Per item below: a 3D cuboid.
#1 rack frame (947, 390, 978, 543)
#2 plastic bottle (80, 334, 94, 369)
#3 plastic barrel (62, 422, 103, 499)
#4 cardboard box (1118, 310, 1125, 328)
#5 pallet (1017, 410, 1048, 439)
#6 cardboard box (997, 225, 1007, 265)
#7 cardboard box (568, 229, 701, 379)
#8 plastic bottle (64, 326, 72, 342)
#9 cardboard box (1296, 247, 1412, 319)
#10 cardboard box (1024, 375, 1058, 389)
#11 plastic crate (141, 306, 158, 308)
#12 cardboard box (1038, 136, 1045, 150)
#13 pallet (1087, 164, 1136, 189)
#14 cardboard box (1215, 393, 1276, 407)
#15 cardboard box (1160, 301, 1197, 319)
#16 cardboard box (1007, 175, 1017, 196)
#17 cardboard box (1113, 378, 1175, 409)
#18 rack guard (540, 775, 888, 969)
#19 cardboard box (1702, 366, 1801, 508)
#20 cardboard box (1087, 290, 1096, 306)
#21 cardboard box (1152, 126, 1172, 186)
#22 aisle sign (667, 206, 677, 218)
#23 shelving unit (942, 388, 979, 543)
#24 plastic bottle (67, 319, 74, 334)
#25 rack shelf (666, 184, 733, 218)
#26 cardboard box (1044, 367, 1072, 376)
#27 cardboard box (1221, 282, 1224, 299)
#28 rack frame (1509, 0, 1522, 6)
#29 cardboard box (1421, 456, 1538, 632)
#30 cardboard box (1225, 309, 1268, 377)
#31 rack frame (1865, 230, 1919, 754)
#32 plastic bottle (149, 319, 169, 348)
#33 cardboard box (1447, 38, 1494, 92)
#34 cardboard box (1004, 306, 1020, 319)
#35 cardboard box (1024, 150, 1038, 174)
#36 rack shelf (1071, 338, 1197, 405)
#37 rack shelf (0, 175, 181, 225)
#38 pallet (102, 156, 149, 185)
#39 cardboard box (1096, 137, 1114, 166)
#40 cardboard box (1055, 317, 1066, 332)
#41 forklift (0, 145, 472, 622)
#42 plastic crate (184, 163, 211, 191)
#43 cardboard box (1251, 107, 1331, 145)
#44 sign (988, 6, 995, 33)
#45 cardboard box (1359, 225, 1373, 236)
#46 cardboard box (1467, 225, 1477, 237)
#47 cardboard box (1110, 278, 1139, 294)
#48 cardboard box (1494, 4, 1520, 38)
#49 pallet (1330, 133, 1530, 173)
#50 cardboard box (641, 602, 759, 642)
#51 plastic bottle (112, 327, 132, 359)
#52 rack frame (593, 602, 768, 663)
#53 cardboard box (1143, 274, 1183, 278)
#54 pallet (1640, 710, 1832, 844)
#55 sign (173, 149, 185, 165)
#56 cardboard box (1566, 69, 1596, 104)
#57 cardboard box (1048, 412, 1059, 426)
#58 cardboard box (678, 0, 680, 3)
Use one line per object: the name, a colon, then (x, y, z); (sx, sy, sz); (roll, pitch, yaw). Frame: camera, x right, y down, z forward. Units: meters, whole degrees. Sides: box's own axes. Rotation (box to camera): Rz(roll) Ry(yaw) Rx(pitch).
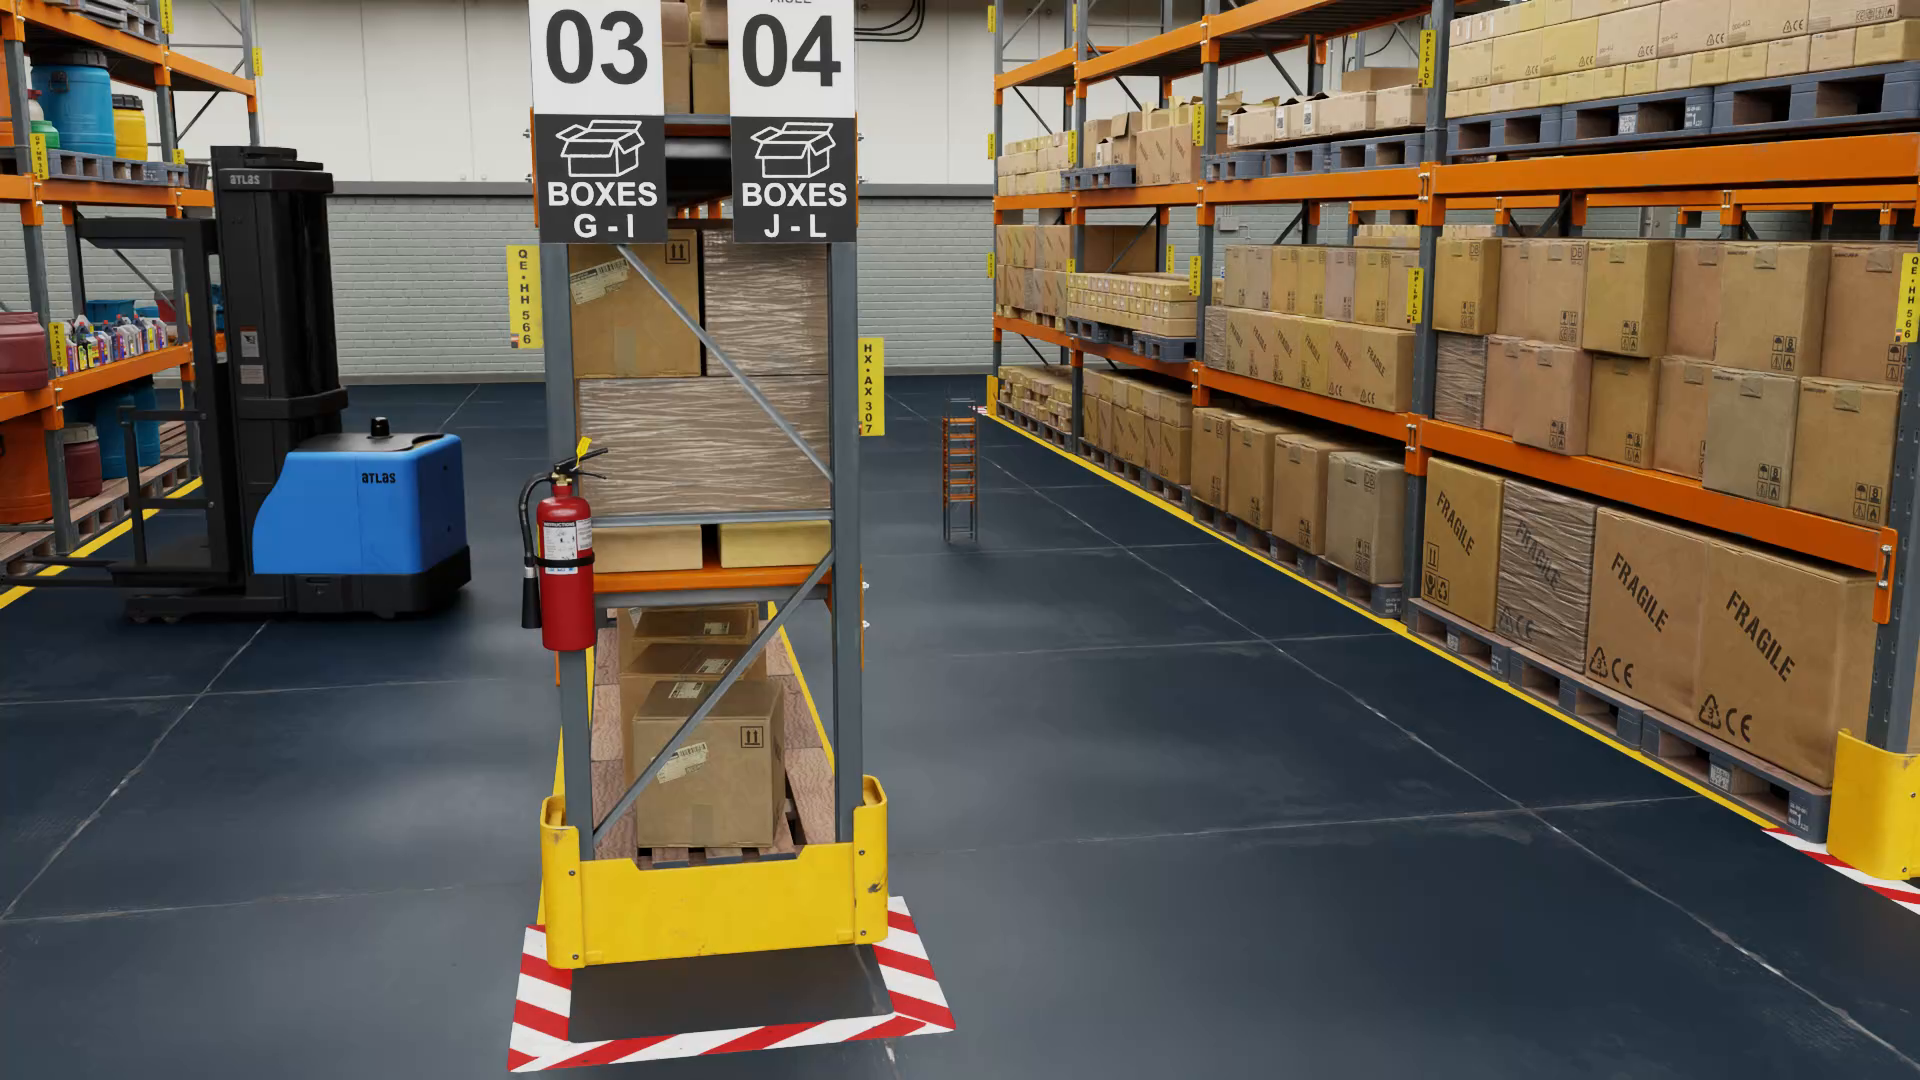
rack frame: (0.021, -0.570, 12.982); (0.240, 1.200, 0.006); (-2, 11, -11)
plastic bottle: (-7.133, -1.539, 13.574); (0.061, 0.283, 0.133); (-2, 11, -11)
plastic barrel: (-7.581, -0.670, 14.021); (0.600, 0.588, 0.708); (-2, 11, -11)
cardboard box: (1.702, -2.086, 15.684); (0.380, 0.149, 0.250); (-2, 11, -9)
pallet: (1.310, -1.404, 20.009); (1.003, 0.211, 1.213); (-2, 11, -11)
cardboard box: (0.765, -3.756, 21.170); (0.500, 0.500, 0.500); (-2, 11, -11)
cardboard box: (-1.185, -0.843, 5.868); (0.500, 0.500, 0.500); (-2, 11, -11)
plastic bottle: (-7.982, -1.762, 14.762); (0.152, 0.276, 0.135); (-2, 11, -11)
cardboard box: (2.872, -1.871, 12.064); (0.700, 0.500, 0.500); (-2, 11, -12)
cardboard box: (0.982, -1.910, 20.121); (0.380, 0.149, 0.250); (-2, 11, -10)
plastic crate: (-8.825, -2.468, 18.428); (0.416, 0.233, 0.300); (-2, 11, -11)
cardboard box: (1.110, -4.553, 19.069); (0.380, 0.149, 0.250); (-2, 11, -11)
pallet: (1.936, -3.502, 16.052); (1.213, 0.211, 1.003); (-2, 11, -11)
cardboard box: (2.597, -1.176, 14.910); (0.500, 0.250, 0.500); (-3, 11, -14)
cardboard box: (1.951, -1.997, 14.420); (0.380, 0.149, 0.250); (-2, 11, -10)
cardboard box: (0.872, -4.373, 20.528); (0.500, 0.250, 0.500); (-2, 11, -9)
cardboard box: (1.801, -1.438, 16.286); (0.500, 0.250, 0.500); (-2, 11, -9)
rack guard: (-0.850, 1.149, 5.823); (1.175, 0.500, 0.348); (-2, 11, -11)
cardboard box: (3.805, -0.467, 7.227); (0.875, 0.550, 0.550); (-2, 11, -11)
cardboard box: (1.495, -2.425, 16.670); (0.380, 0.149, 0.250); (-3, 11, -13)
cardboard box: (2.023, -3.404, 14.766); (0.500, 0.500, 0.500); (-2, 11, -11)
aisle sign: (-3.667, -4.301, 20.817); (0.394, 0.787, 0.004); (-2, 11, -11)
shelving unit: (0.003, -0.587, 13.070); (0.258, 1.200, 0.189); (-2, 11, -11)
plastic bottle: (-8.349, -1.921, 15.580); (0.061, 0.283, 0.133); (-2, 11, -11)
rack shelf: (-2.002, -2.286, 11.084); (1.077, 0.370, 4.000); (-2, 11, -11)
cardboard box: (1.282, -2.123, 21.241); (0.380, 0.149, 0.250); (-2, 11, -10)
cardboard box: (2.539, -2.210, 14.744); (0.380, 0.149, 0.250); (-2, 11, -13)
rack frame: (6.551, -5.573, 18.412); (1.000, 3.000, 0.127); (-2, 11, -11)
cardboard box: (3.325, -0.005, 9.761); (0.875, 0.875, 0.875); (-2, 11, -10)
cardboard box: (2.418, -1.558, 13.092); (0.500, 0.500, 0.500); (-2, 11, -12)
rack frame: (4.050, -0.227, 6.366); (1.000, 3.000, 0.127); (-2, 11, -11)
plastic bottle: (-7.634, -1.964, 15.826); (0.152, 0.276, 0.135); (-2, 11, -11)
cardboard box: (3.092, -2.662, 9.353); (0.500, 0.250, 0.500); (-2, 11, -11)
cardboard box: (0.769, -2.870, 20.926); (0.380, 0.149, 0.250); (-2, 11, -13)
cardboard box: (1.057, -4.435, 19.519); (0.500, 0.250, 0.500); (-3, 11, -13)
rack shelf: (2.105, -1.708, 16.069); (1.077, 0.370, 4.000); (-2, 11, -11)
rack shelf: (-7.639, -2.839, 13.992); (1.077, 0.370, 4.000); (-2, 11, -11)
pallet: (-7.556, -3.118, 14.041); (1.003, 0.211, 1.213); (-2, 11, -11)
cardboard box: (1.681, -3.895, 16.730); (0.500, 0.311, 0.500); (-2, 11, -12)
cardboard box: (1.273, -2.391, 18.411); (0.380, 0.149, 0.250); (-2, 11, -13)
forklift: (-4.867, -1.022, 10.726); (3.031, 2.935, 1.130); (0, 11, 1)
plastic crate: (-8.000, -3.733, 17.114); (0.497, 0.269, 0.590); (-2, 11, -11)
cardboard box: (2.516, -3.117, 12.538); (0.500, 0.250, 0.500); (-2, 11, -9)
sign: (0.405, -6.587, 21.025); (0.100, 0.325, 0.005); (-2, 11, -11)
cardboard box: (5.571, -4.144, 22.268); (0.380, 0.149, 0.250); (-2, 11, -10)
cardboard box: (6.196, -3.629, 19.562); (0.380, 0.149, 0.250); (-2, 11, -11)
cardboard box: (1.649, -2.427, 15.886); (0.380, 0.149, 0.250); (-2, 11, -9)
cardboard box: (3.109, -2.785, 8.935); (0.380, 0.149, 0.250); (-2, 11, -12)
pallet: (3.045, -2.506, 10.832); (0.805, 0.209, 1.217); (-3, 11, -13)
cardboard box: (-1.258, 0.514, 8.038); (0.500, 0.500, 0.500); (-3, 11, -16)
plastic bottle: (-7.394, -1.738, 14.635); (0.152, 0.276, 0.135); (-2, 11, -11)
rack frame: (-1.613, -0.799, 9.370); (1.000, 3.000, 0.127); (-2, 11, -11)
cardboard box: (2.087, -2.640, 17.000); (0.380, 0.149, 0.250); (-2, 11, -13)
pallet: (3.817, 0.999, 7.382); (1.003, 0.211, 1.213); (-2, 11, -11)
sign: (-7.488, -3.583, 15.955); (0.100, 0.325, 0.005); (-2, 11, -11)
cardboard box: (3.258, -2.253, 8.272); (0.380, 0.149, 0.250); (-2, 11, -11)
cardboard box: (1.222, -1.390, 18.978); (0.380, 0.149, 0.250); (-2, 11, -13)
cardboard box: (-1.276, -2.640, 8.621); (0.500, 0.500, 0.500); (-2, 11, -13)
